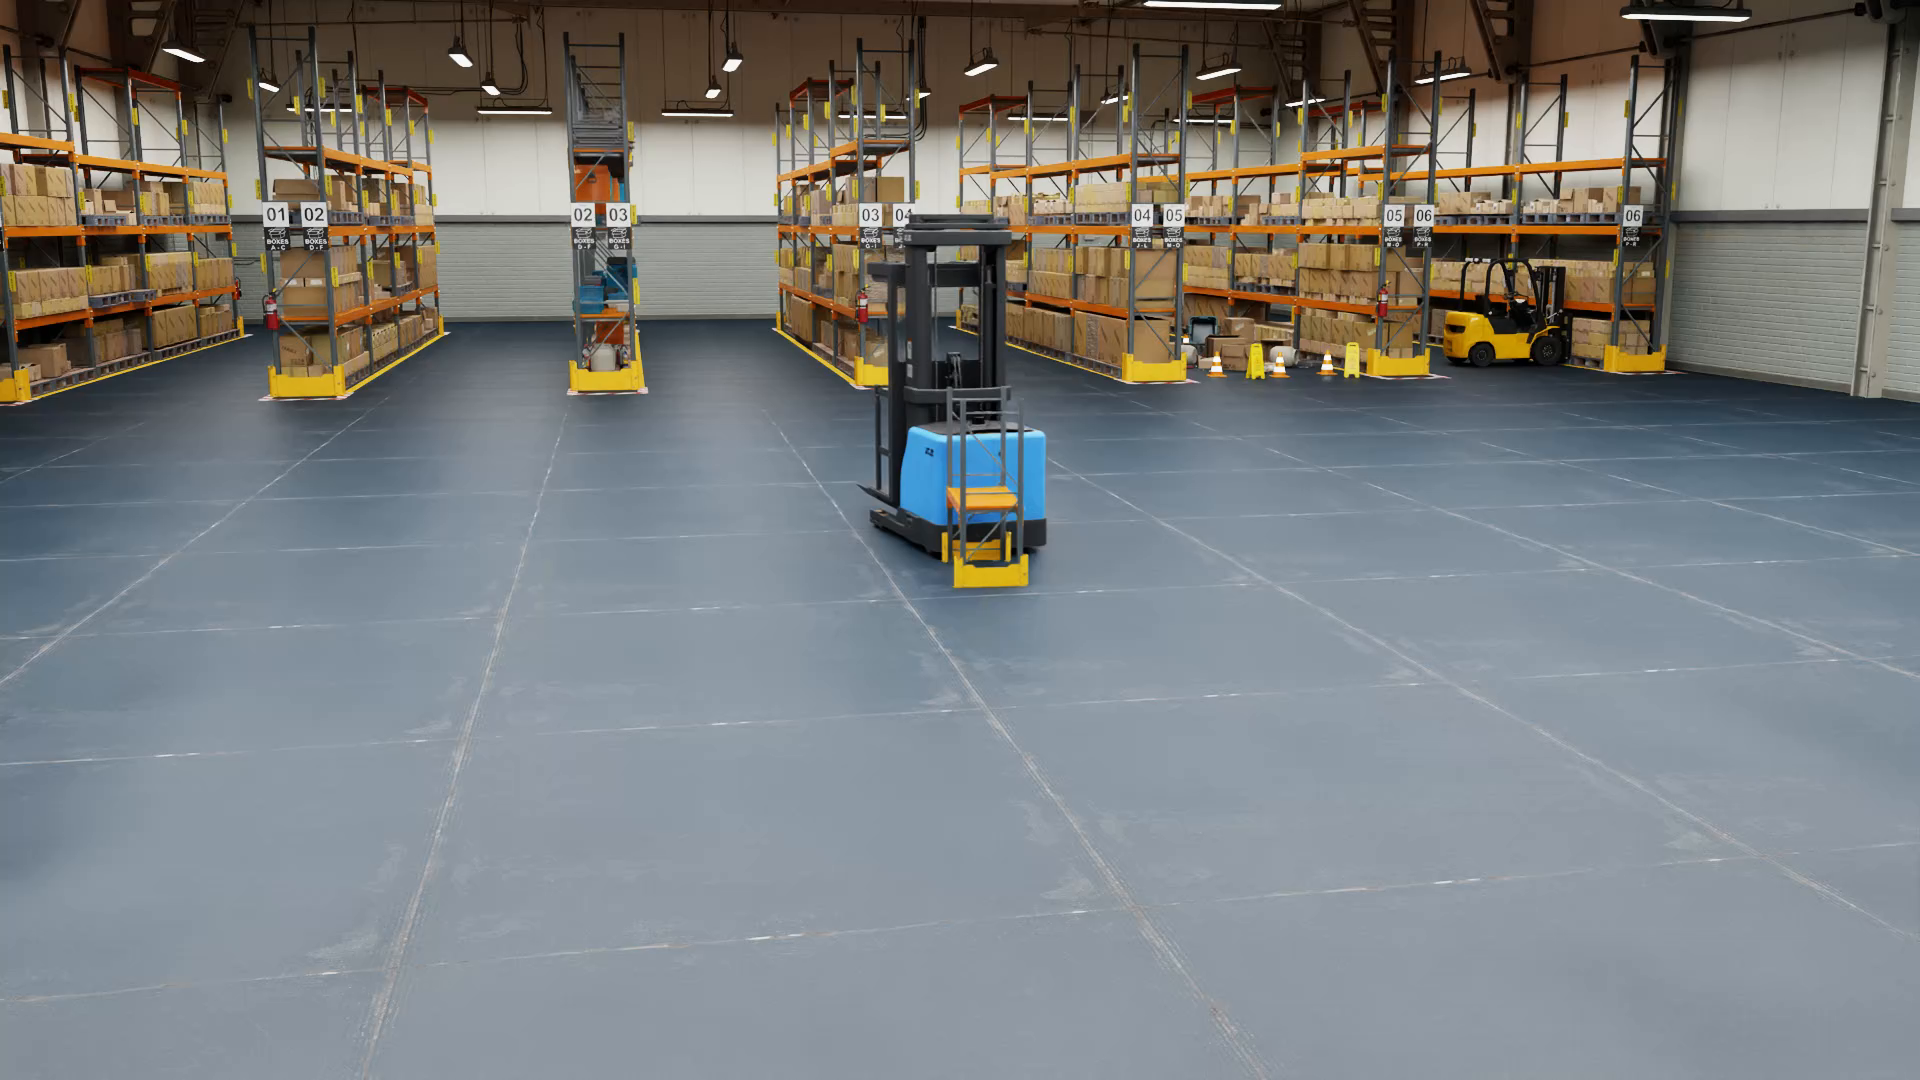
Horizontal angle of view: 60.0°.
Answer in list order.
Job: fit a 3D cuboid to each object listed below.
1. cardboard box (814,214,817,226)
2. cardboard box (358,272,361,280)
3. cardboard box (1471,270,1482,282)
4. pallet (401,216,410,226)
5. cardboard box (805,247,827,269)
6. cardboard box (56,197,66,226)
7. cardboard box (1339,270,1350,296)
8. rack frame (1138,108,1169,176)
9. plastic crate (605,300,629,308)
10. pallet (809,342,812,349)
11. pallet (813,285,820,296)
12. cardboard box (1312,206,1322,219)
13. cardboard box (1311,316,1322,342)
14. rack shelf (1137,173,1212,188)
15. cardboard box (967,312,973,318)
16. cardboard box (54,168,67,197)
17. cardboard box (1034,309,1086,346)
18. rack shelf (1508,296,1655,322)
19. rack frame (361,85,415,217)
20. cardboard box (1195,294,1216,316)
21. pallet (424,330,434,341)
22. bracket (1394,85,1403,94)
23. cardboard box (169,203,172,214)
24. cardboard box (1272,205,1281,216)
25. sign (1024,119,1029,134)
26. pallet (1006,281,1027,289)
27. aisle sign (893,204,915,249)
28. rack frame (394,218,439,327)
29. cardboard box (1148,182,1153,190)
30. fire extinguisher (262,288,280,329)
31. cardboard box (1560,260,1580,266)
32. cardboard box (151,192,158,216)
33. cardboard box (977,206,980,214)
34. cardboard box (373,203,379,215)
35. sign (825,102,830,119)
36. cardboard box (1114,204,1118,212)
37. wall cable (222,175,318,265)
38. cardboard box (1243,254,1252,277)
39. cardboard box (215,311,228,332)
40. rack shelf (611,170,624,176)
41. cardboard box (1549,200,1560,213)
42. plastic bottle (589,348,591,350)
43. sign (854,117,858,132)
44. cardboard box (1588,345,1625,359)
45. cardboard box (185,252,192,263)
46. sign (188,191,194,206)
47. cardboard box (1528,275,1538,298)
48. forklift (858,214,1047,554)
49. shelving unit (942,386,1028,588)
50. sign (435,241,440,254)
[{"bbox_3d":[-2.909,-6.958,36.162,0.500,0.250,0.500,-2,11,-10],"label":"cardboard box"},{"bbox_3d":[-11.527,-4.980,31.390,0.380,0.149,0.250,-2,11,-11],"label":"cardboard box"},{"bbox_3d":[11.970,-5.996,37.796,0.500,0.250,0.500,-2,11,-10],"label":"cardboard box"},{"bbox_3d":[-13.083,-7.191,37.487,1.213,0.211,1.003,-2,11,-11],"label":"pallet"},{"bbox_3d":[-3.237,-6.667,39.303,0.797,0.503,0.637,-2,11,-9],"label":"cardboard box"},{"bbox_3d":[-16.221,-5.829,29.510,0.500,0.500,0.500,-3,11,-16],"label":"cardboard box"},{"bbox_3d":[7.864,-5.109,33.009,0.500,0.500,0.500,-2,11,-11],"label":"cardboard box"},{"bbox_3d":[5.315,-10.522,46.466,1.000,3.000,0.127,-2,11,-11],"label":"rack frame"},{"bbox_3d":[-6.366,-4.416,31.132,0.530,0.136,0.437,-2,11,-11],"label":"plastic crate"},{"bbox_3d":[-2.929,-4.525,38.460,1.003,0.211,1.213,-2,11,-11],"label":"pallet"},{"bbox_3d":[-2.607,-5.526,36.776,1.213,0.211,1.003,-2,11,-11],"label":"pallet"},{"bbox_3d":[7.576,-6.735,34.198,0.500,0.250,0.500,-2,11,-11],"label":"cardboard box"},{"bbox_3d":[7.615,-4.382,34.478,0.500,0.500,0.500,-2,11,-9],"label":"cardboard box"},{"bbox_3d":[5.704,-9.606,44.644,1.077,0.370,4.000,-2,11,-11],"label":"rack shelf"},{"bbox_3d":[0.405,-6.078,44.868,0.380,0.149,0.250,-2,11,-9],"label":"cardboard box"},{"bbox_3d":[-16.167,-6.314,29.386,0.500,0.500,0.500,-2,11,-8],"label":"cardboard box"},{"bbox_3d":[2.239,-4.735,37.000,1.050,0.750,0.750,-2,11,-10],"label":"cardboard box"},{"bbox_3d":[12.906,-4.835,34.556,1.077,0.370,4.000,-2,11,-11],"label":"rack shelf"},{"bbox_3d":[-13.345,-9.069,38.829,1.000,3.000,0.127,-2,11,-11],"label":"rack frame"},{"bbox_3d":[6.476,-5.728,41.881,0.875,0.875,0.875,-2,11,-9],"label":"cardboard box"},{"bbox_3d":[-13.719,-5.102,41.491,1.003,0.211,1.213,-2,11,-11],"label":"pallet"},{"bbox_3d":[11.443,-11.810,43.603,0.235,0.232,0.430,-2,11,-11],"label":"bracket"},{"bbox_3d":[-18.567,-7.713,38.740,0.500,0.250,0.500,-2,11,-10],"label":"cardboard box"},{"bbox_3d":[7.202,-7.269,36.673,0.500,0.250,0.500,-2,11,-10],"label":"cardboard box"},{"bbox_3d":[1.505,-9.333,37.506,0.100,0.325,0.005,-2,11,-11],"label":"sign"},{"bbox_3d":[1.610,-6.177,40.193,1.003,0.211,1.213,-2,11,-11],"label":"pallet"},{"bbox_3d":[-0.987,-5.557,29.471,0.394,0.787,0.004,-2,11,-11],"label":"aisle sign"},{"bbox_3d":[-14.123,-6.855,43.245,1.000,3.000,0.127,-2,11,-11],"label":"rack frame"},{"bbox_3d":[3.741,-6.605,31.057,0.380,0.149,0.250,-2,11,-12],"label":"cardboard box"},{"bbox_3d":[-11.444,-3.844,27.631,0.296,0.674,0.183,-2,11,-11],"label":"fire extinguisher"},{"bbox_3d":[12.682,-5.722,34.491,0.380,0.149,0.250,-2,11,-11],"label":"cardboard box"},{"bbox_3d":[-17.934,-7.320,36.221,0.700,0.500,0.500,-2,11,-11],"label":"cardboard box"},{"bbox_3d":[0.722,-8.555,43.218,0.500,0.250,0.500,-2,11,-9],"label":"cardboard box"},{"bbox_3d":[-12.304,-6.818,34.302,0.500,0.250,0.500,-2,11,-9],"label":"cardboard box"},{"bbox_3d":[-2.615,-8.476,32.796,0.100,0.325,0.005,-2,11,-11],"label":"sign"},{"bbox_3d":[3.095,-6.190,31.007,0.380,0.149,0.250,-2,11,-10],"label":"cardboard box"},{"bbox_3d":[-19.731,-9.146,47.542,3.097,2.526,0.112,-2,11,-11],"label":"wall cable"},{"bbox_3d":[6.840,-6.323,38.263,0.500,0.500,0.500,-2,11,-8],"label":"cardboard box"},{"bbox_3d":[-18.650,-5.436,41.351,0.700,0.500,0.500,-2,11,-11],"label":"cardboard box"},{"bbox_3d":[-8.097,-8.331,37.949,1.077,0.370,4.000,-2,11,-11],"label":"rack shelf"},{"bbox_3d":[12.508,-6.935,34.611,0.396,0.266,0.258,-2,11,-12],"label":"cardboard box"},{"bbox_3d":[-7.208,-3.579,32.141,0.152,0.276,0.135,-2,11,-9],"label":"plastic bottle"},{"bbox_3d":[-2.319,-9.214,36.882,0.100,0.325,0.005,-2,11,-11],"label":"sign"},{"bbox_3d":[12.894,-3.752,33.172,0.500,0.250,0.500,-2,11,-11],"label":"cardboard box"},{"bbox_3d":[-17.862,-6.438,37.930,0.500,0.250,0.500,-2,11,-10],"label":"cardboard box"},{"bbox_3d":[-17.673,-7.844,38.195,0.100,0.325,0.005,-2,11,-11],"label":"sign"},{"bbox_3d":[12.465,-5.419,35.430,0.500,0.500,0.500,-2,11,-10],"label":"cardboard box"},{"bbox_3d":[-0.219,-1.553,15.570,1.130,2.935,3.031,-4,11,-20],"label":"forklift"},{"bbox_3d":[0.195,-0.459,13.649,0.587,1.500,1.083,-1,11,-6],"label":"shelving unit"},{"bbox_3d":[-13.575,-7.596,43.194,0.100,0.325,0.005,-2,11,-11],"label":"sign"}]
